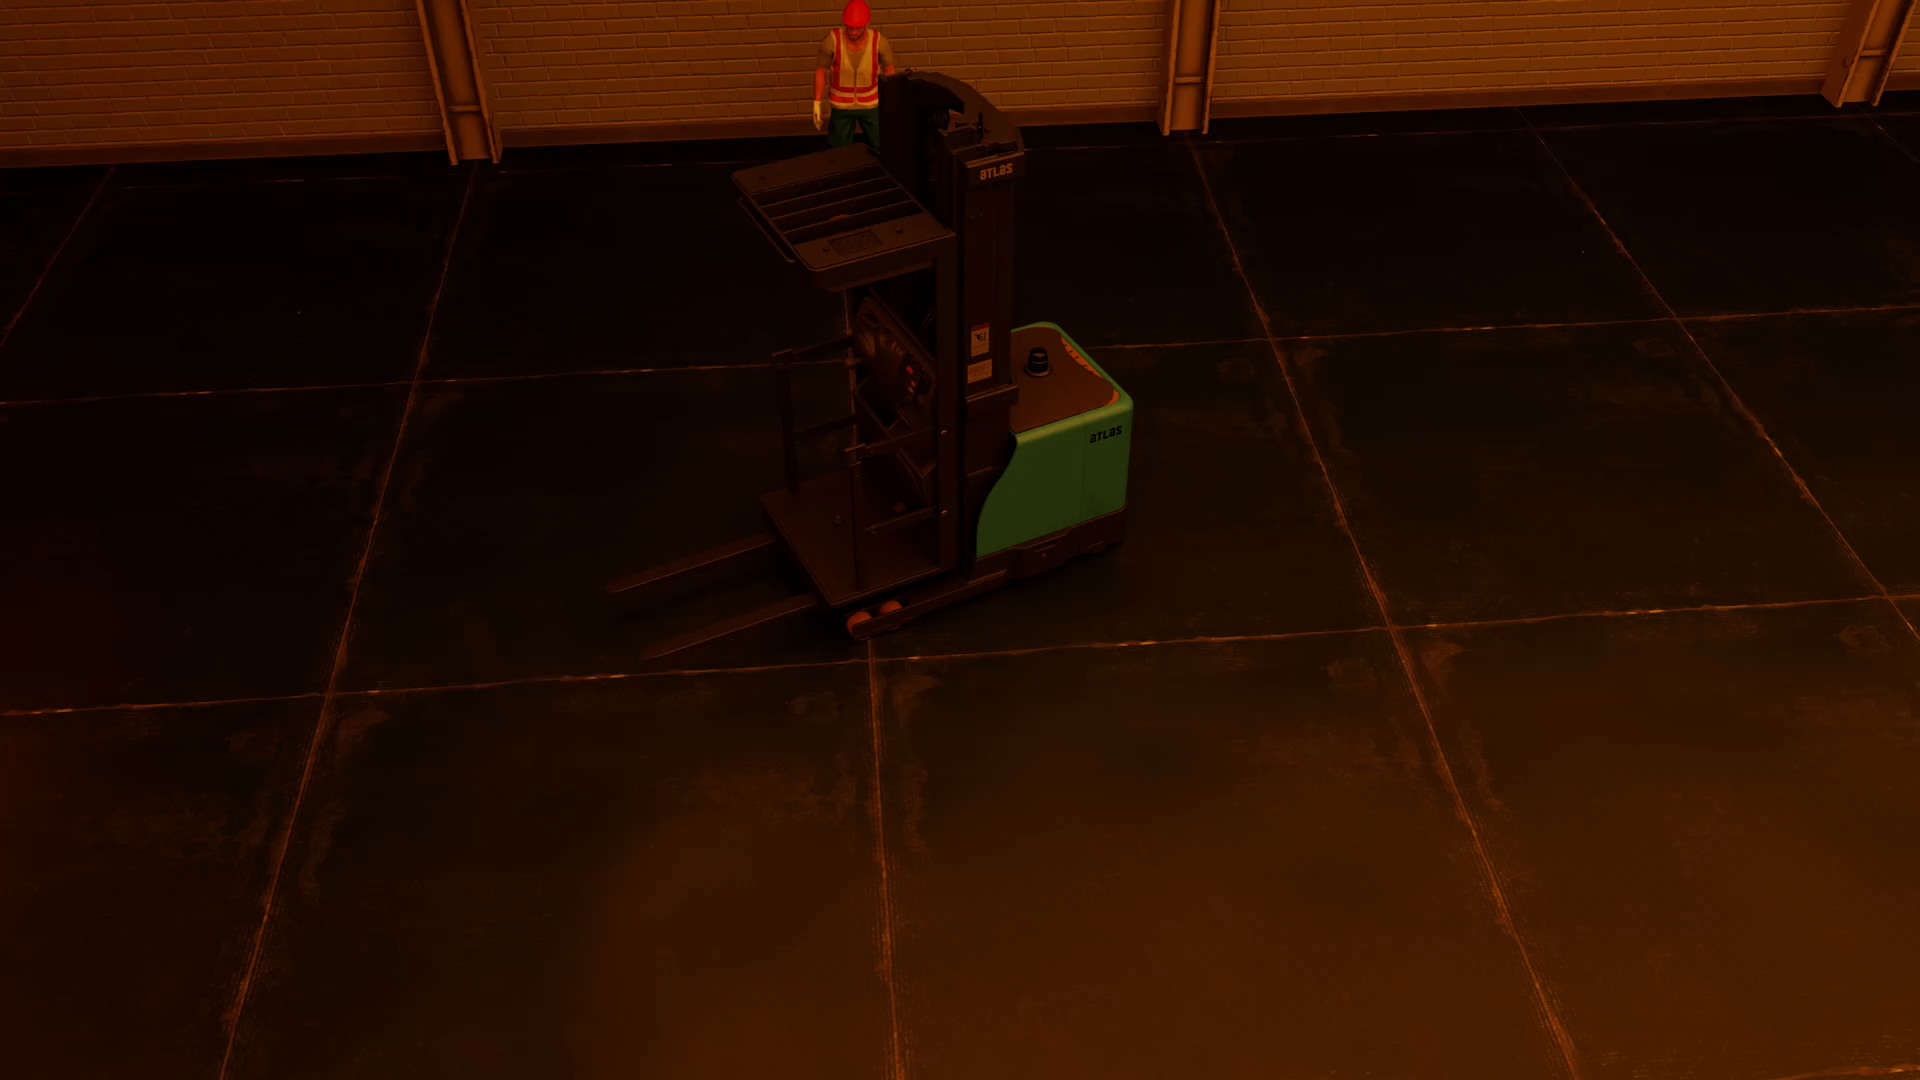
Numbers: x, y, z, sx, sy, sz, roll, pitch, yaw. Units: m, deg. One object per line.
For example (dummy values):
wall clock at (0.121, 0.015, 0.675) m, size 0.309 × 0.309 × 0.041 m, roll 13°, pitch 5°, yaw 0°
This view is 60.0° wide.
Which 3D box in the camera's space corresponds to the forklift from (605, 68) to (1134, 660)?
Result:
forklift at (-0.541, -0.933, 9.029) m, size 3.031 × 2.935 × 1.130 m, roll -18°, pitch 44°, yaw -20°

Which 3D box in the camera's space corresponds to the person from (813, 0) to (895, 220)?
person at (-0.785, -3.271, 12.650) m, size 0.672 × 1.781 × 0.470 m, roll -5°, pitch 41°, yaw -6°
